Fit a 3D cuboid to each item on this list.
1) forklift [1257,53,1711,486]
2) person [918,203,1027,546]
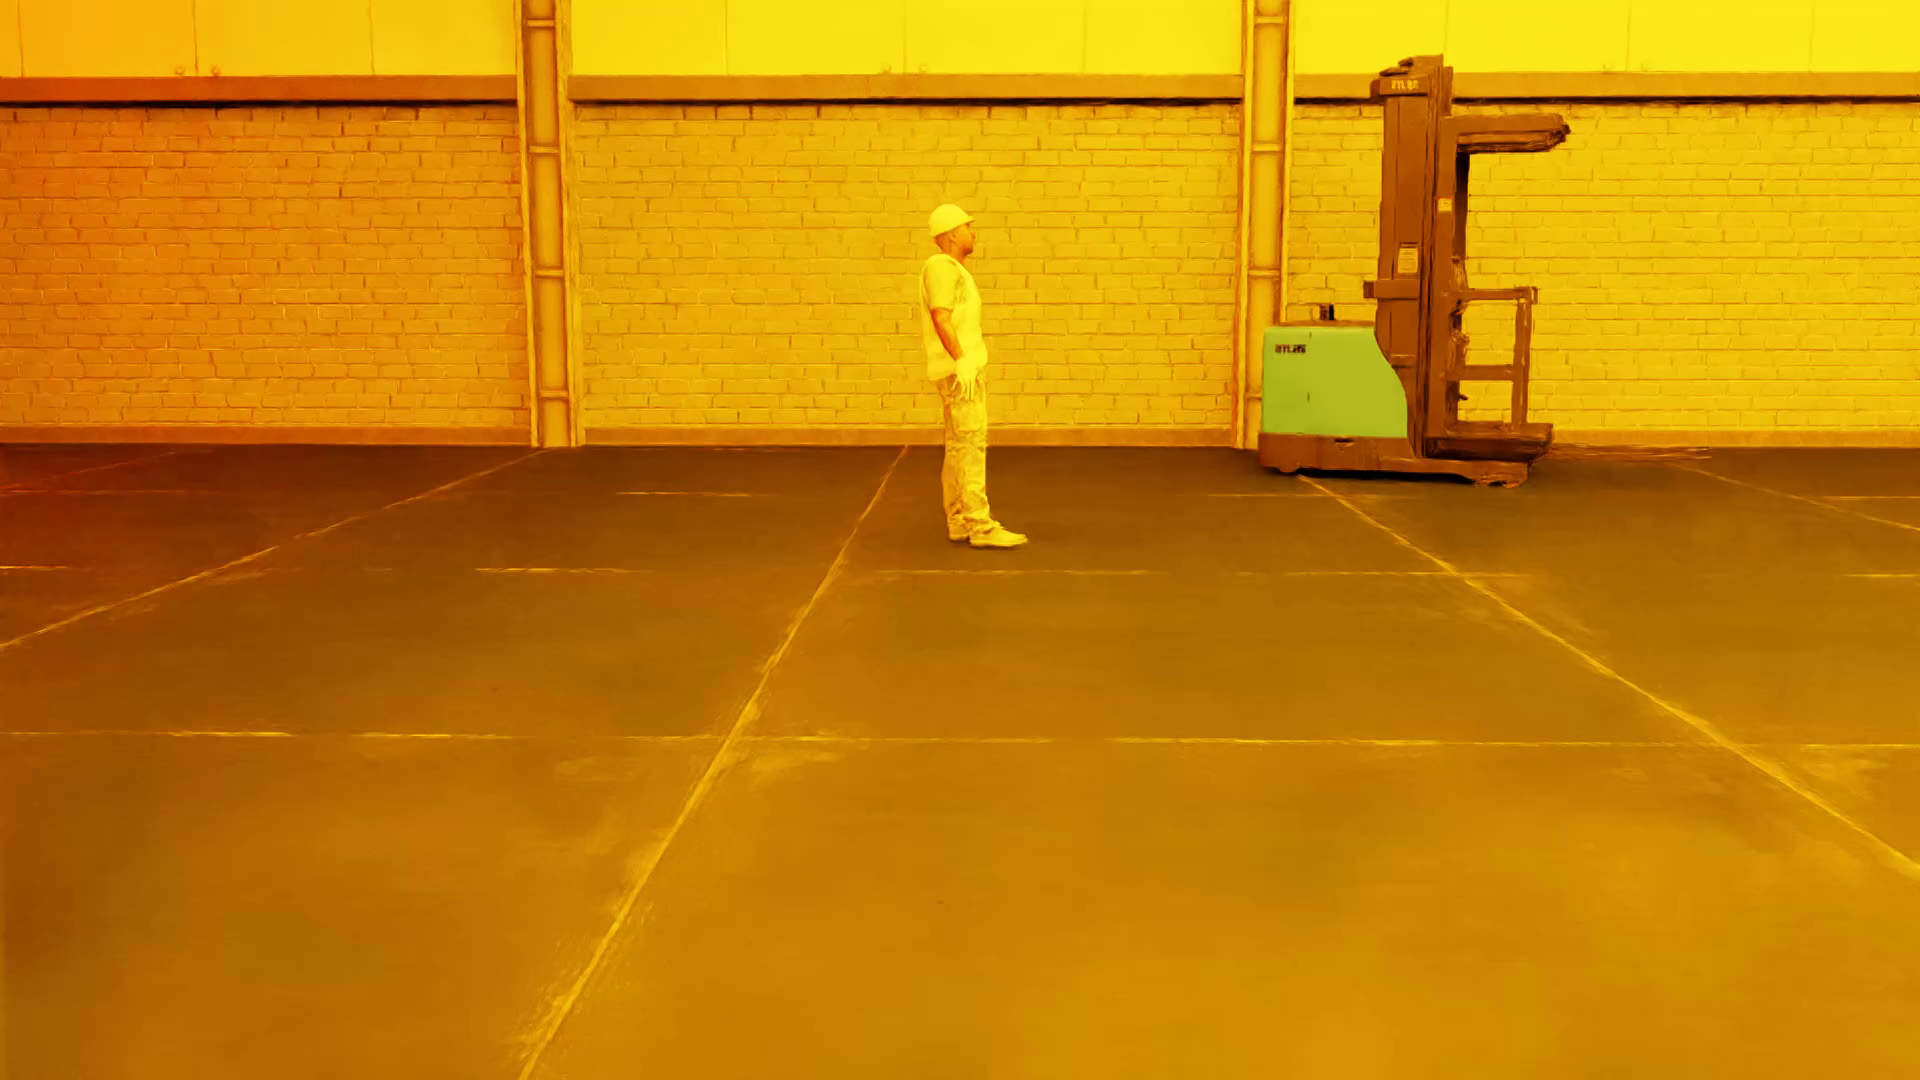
[{"bbox_3d":[3.743,-1.910,11.804,3.031,2.935,1.130,3,9,21],"label":"forklift"},{"bbox_3d":[0.072,-0.887,8.857,0.576,1.782,0.655,0,9,1],"label":"person"}]
